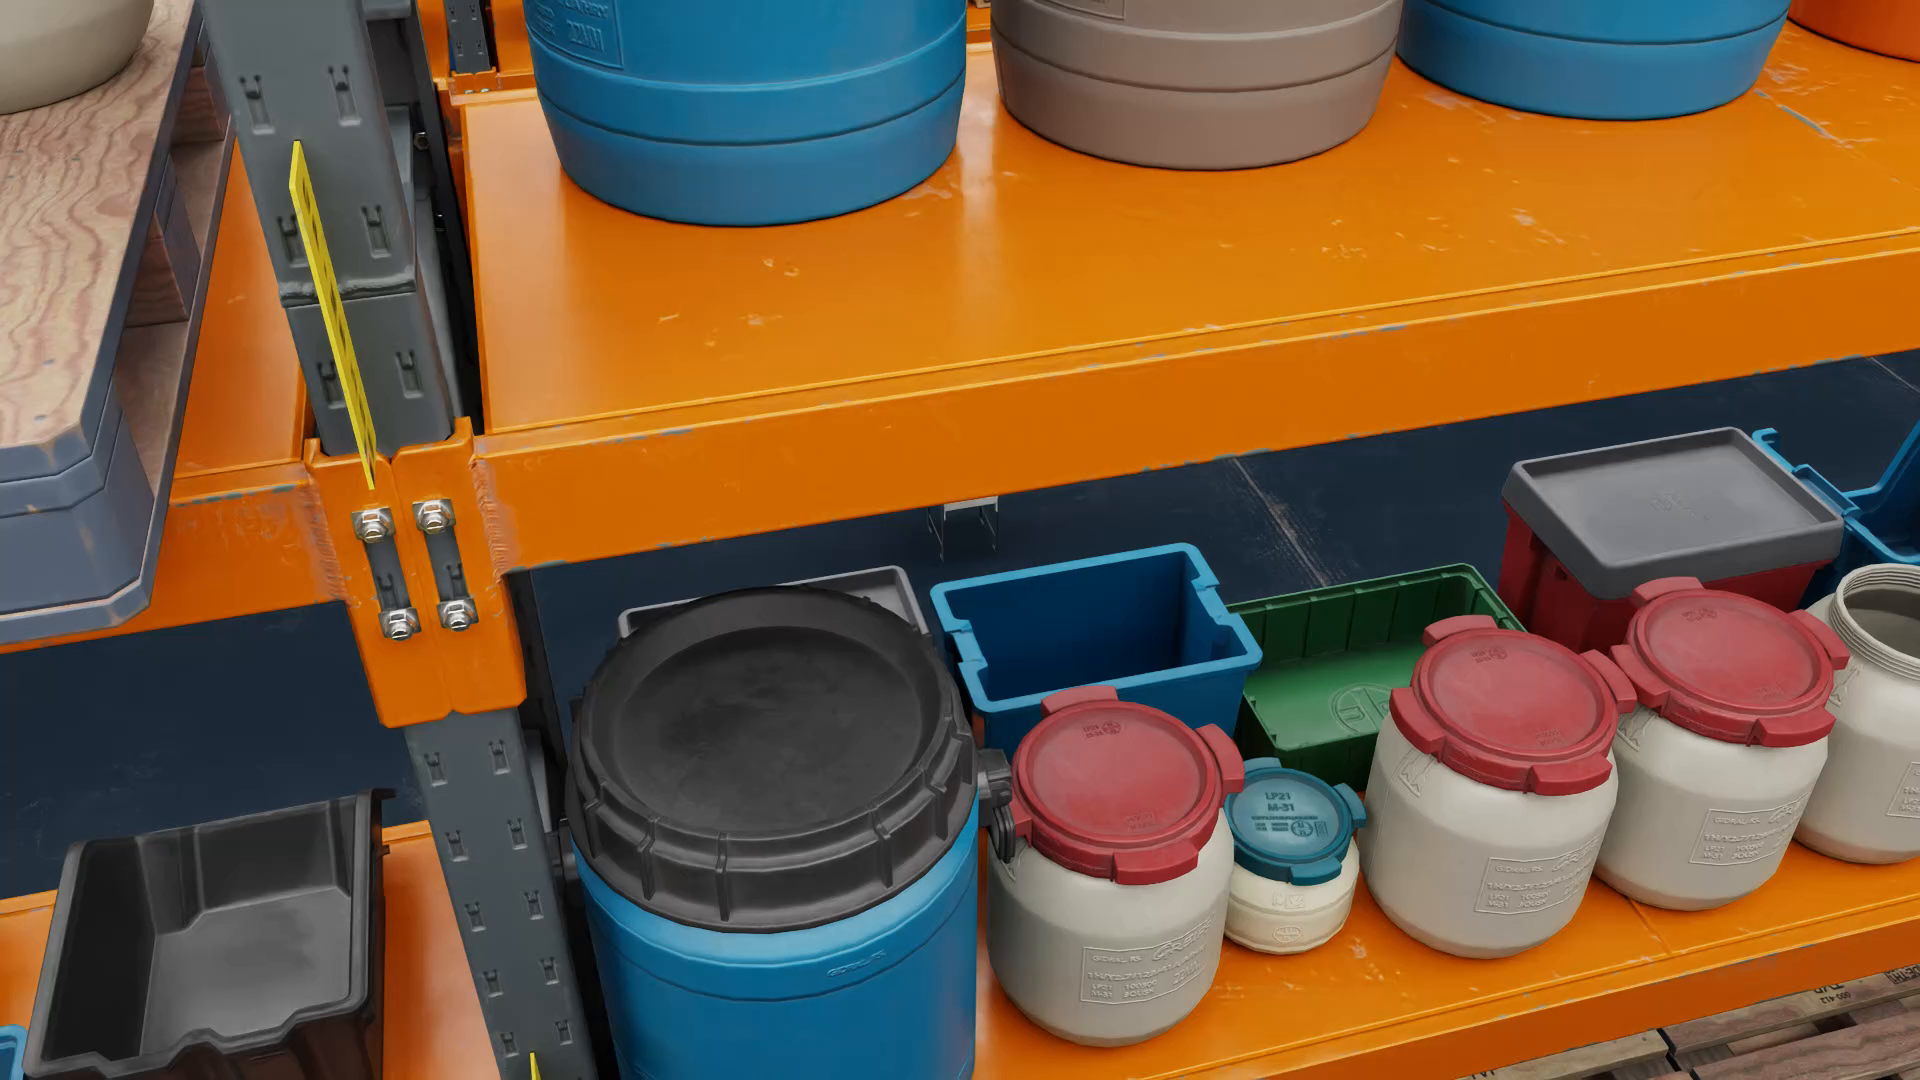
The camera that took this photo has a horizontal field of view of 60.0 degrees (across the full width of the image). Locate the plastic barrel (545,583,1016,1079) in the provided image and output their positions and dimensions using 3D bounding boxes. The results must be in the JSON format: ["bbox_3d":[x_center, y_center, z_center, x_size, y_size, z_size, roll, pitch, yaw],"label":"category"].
[{"bbox_3d":[-0.271,0.582,2.608,0.708,0.901,0.600,-9,38,-12],"label":"plastic barrel"}]

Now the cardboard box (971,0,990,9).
[{"bbox_3d":[0.235,-2.639,7.149,0.500,0.500,0.500,-11,39,-14],"label":"cardboard box"}]

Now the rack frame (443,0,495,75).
[{"bbox_3d":[-2.011,-2.241,6.711,0.127,3.000,1.000,-9,38,-12],"label":"rack frame"}]

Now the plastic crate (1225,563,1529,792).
[{"bbox_3d":[0.884,0.307,3.554,0.662,0.188,0.450,-9,38,-12],"label":"plastic crate"}]

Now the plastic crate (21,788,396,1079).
[{"bbox_3d":[-1.262,0.698,2.920,0.504,0.338,0.767,-9,38,-12],"label":"plastic crate"}]

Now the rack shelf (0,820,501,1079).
[{"bbox_3d":[-2.654,1.267,2.717,4.000,0.370,1.077,-9,38,-12],"label":"rack shelf"}]

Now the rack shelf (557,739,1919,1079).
[{"bbox_3d":[1.208,0.634,3.545,4.000,0.370,1.077,-9,38,-12],"label":"rack shelf"}]

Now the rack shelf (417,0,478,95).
[{"bbox_3d":[-3.942,-1.639,6.516,4.000,0.370,1.077,-9,38,-12],"label":"rack shelf"}]

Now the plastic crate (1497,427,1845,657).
[{"bbox_3d":[1.499,0.082,3.621,0.583,0.464,0.402,-9,38,-12],"label":"plastic crate"}]

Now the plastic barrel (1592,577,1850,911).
[{"bbox_3d":[1.384,0.403,3.143,0.433,0.535,0.433,0,37,0],"label":"plastic barrel"}]

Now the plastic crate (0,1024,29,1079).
[{"bbox_3d":[-1.721,1.058,2.520,0.616,0.251,0.499,-9,38,-12],"label":"plastic crate"}]

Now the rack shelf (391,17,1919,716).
[{"bbox_3d":[1.208,-0.558,2.634,4.000,0.370,1.077,-9,38,-12],"label":"rack shelf"}]

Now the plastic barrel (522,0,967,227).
[{"bbox_3d":[-0.289,-0.934,2.120,0.708,0.901,0.600,-9,38,-12],"label":"plastic barrel"}]

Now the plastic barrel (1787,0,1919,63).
[{"bbox_3d":[1.658,-1.225,2.560,0.708,0.830,0.600,-9,38,-12],"label":"plastic barrel"}]

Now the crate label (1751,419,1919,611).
[{"bbox_3d":[2.109,0.016,3.732,0.616,0.435,0.502,-9,38,-12],"label":"crate label"}]

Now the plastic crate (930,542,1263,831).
[{"bbox_3d":[0.261,0.314,3.384,0.575,0.384,0.392,-9,38,-12],"label":"plastic crate"}]

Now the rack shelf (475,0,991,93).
[{"bbox_3d":[-0.080,-2.273,7.344,4.000,0.370,1.077,-9,38,-12],"label":"rack shelf"}]

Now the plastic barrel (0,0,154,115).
[{"bbox_3d":[-1.190,-0.785,1.901,0.421,0.512,0.421,0,37,0],"label":"plastic barrel"}]

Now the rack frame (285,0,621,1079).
[{"bbox_3d":[-0.723,0.665,2.912,0.127,3.000,1.000,-9,38,-12],"label":"rack frame"}]

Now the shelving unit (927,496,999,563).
[{"bbox_3d":[0.008,-0.359,5.978,0.210,0.900,0.258,-9,38,-12],"label":"shelving unit"}]

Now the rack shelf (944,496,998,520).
[{"bbox_3d":[0.008,-0.189,6.108,0.200,0.077,0.258,-9,38,-12],"label":"rack shelf"}]

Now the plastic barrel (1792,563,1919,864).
[{"bbox_3d":[1.794,0.342,3.243,0.421,0.512,0.421,0,37,0],"label":"plastic barrel"}]

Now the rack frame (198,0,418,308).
[{"bbox_3d":[-0.723,-1.718,1.090,0.127,3.000,1.000,-9,38,-12],"label":"rack frame"}]

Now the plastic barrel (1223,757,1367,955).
[{"bbox_3d":[0.595,0.600,3.111,0.301,0.262,0.301,0,37,0],"label":"plastic barrel"}]

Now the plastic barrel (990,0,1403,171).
[{"bbox_3d":[0.343,-1.037,2.256,0.600,0.901,0.600,0,37,0],"label":"plastic barrel"}]

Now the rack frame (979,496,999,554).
[{"bbox_3d":[0.106,-0.375,5.999,0.006,0.900,0.240,-9,38,-12],"label":"rack frame"}]

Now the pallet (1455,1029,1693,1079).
[{"bbox_3d":[1.205,1.430,4.207,1.213,0.211,1.003,-9,38,-12],"label":"pallet"}]

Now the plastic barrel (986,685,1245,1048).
[{"bbox_3d":[0.258,0.588,2.901,0.433,0.535,0.433,0,37,0],"label":"plastic barrel"}]

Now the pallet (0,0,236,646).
[{"bbox_3d":[-1.394,-0.280,1.834,1.003,0.211,1.213,-9,38,-12],"label":"pallet"}]

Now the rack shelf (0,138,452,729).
[{"bbox_3d":[-2.654,0.076,1.805,4.000,0.370,1.077,-9,38,-12],"label":"rack shelf"}]

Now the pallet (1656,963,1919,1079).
[{"bbox_3d":[2.380,1.238,4.457,1.213,0.211,1.003,-9,38,-12],"label":"pallet"}]

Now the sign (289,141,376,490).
[{"bbox_3d":[-0.591,-0.206,1.574,0.005,0.325,0.100,-9,38,-12],"label":"sign"}]

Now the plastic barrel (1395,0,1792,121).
[{"bbox_3d":[0.974,-1.141,2.391,0.708,0.901,0.600,-9,38,-12],"label":"plastic barrel"}]

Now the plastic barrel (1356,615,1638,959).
[{"bbox_3d":[0.966,0.472,3.053,0.433,0.535,0.433,0,37,0],"label":"plastic barrel"}]

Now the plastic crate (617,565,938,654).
[{"bbox_3d":[-0.336,0.383,3.228,0.583,0.464,0.402,-9,38,-12],"label":"plastic crate"}]

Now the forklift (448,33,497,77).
[{"bbox_3d":[-2.398,-4.014,9.085,1.130,2.935,3.031,8,38,10],"label":"forklift"}]

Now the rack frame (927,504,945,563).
[{"bbox_3d":[-0.090,-0.343,5.957,0.006,0.900,0.240,-9,38,-12],"label":"rack frame"}]

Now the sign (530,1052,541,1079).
[{"bbox_3d":[-0.591,0.879,2.404,0.005,0.325,0.100,-9,38,-12],"label":"sign"}]
